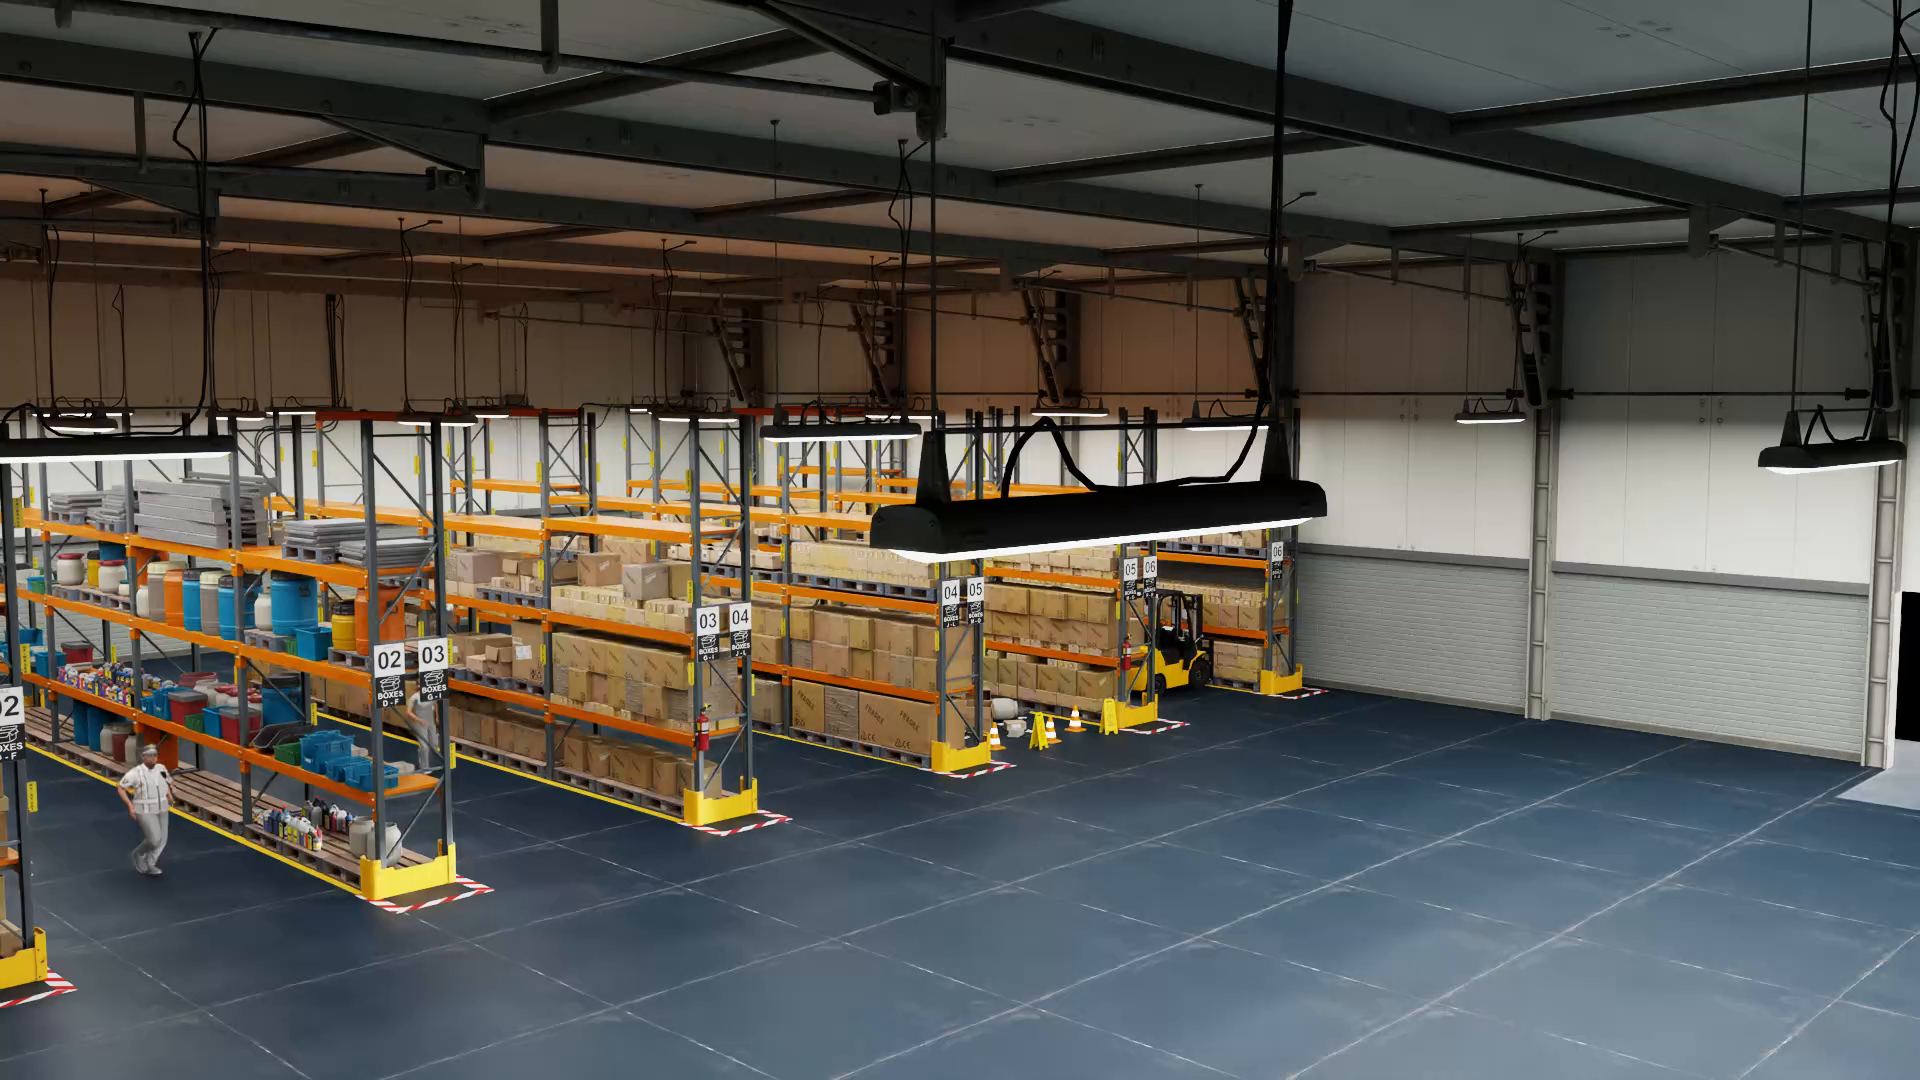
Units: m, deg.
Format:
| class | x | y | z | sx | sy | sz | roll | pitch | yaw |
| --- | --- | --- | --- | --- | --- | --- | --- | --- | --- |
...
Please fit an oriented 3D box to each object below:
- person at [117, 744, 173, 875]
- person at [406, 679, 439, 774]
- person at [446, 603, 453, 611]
| class | x | y | z | sx | sy | sz | roll | pitch | yaw |
| --- | --- | --- | --- | --- | --- | --- | --- | --- | --- |
| person | -10.540 | 3.533 | 21.736 | 0.602 | 1.735 | 0.651 | 3 | 6 | 29 |
| person | -8.905 | 3.071 | 27.632 | 0.597 | 1.624 | 0.610 | 5 | 7 | 44 |
| person | -12.515 | 1.991 | 40.159 | 0.535 | 1.603 | 0.681 | -2 | 6 | -25 |
